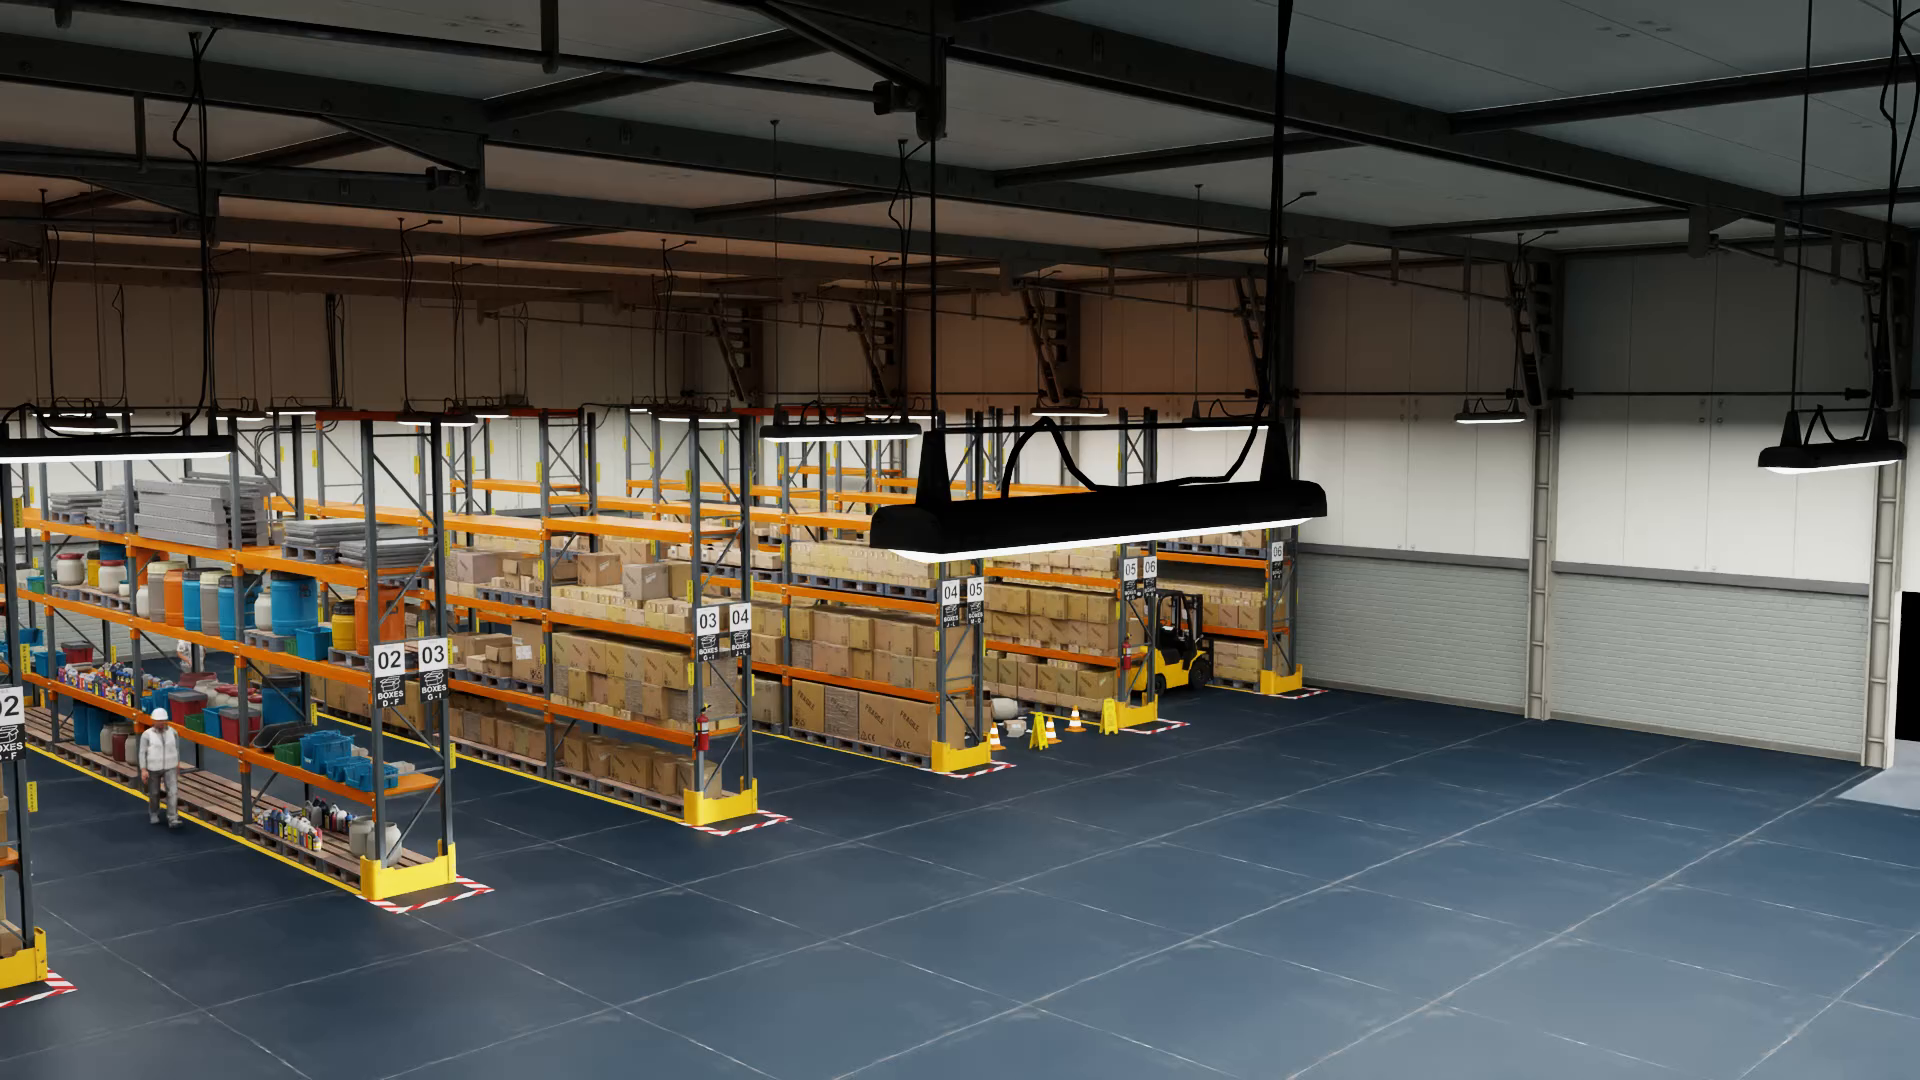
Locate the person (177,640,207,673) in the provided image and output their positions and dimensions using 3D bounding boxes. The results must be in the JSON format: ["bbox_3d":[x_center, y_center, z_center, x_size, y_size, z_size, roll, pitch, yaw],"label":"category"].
[{"bbox_3d":[-15.587,2.507,33.768,0.633,1.682,0.726,-4,6,-37],"label":"person"}]

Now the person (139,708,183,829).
[{"bbox_3d":[-11.615,3.313,24.192,0.582,1.738,0.940,-4,6,-38],"label":"person"}]
